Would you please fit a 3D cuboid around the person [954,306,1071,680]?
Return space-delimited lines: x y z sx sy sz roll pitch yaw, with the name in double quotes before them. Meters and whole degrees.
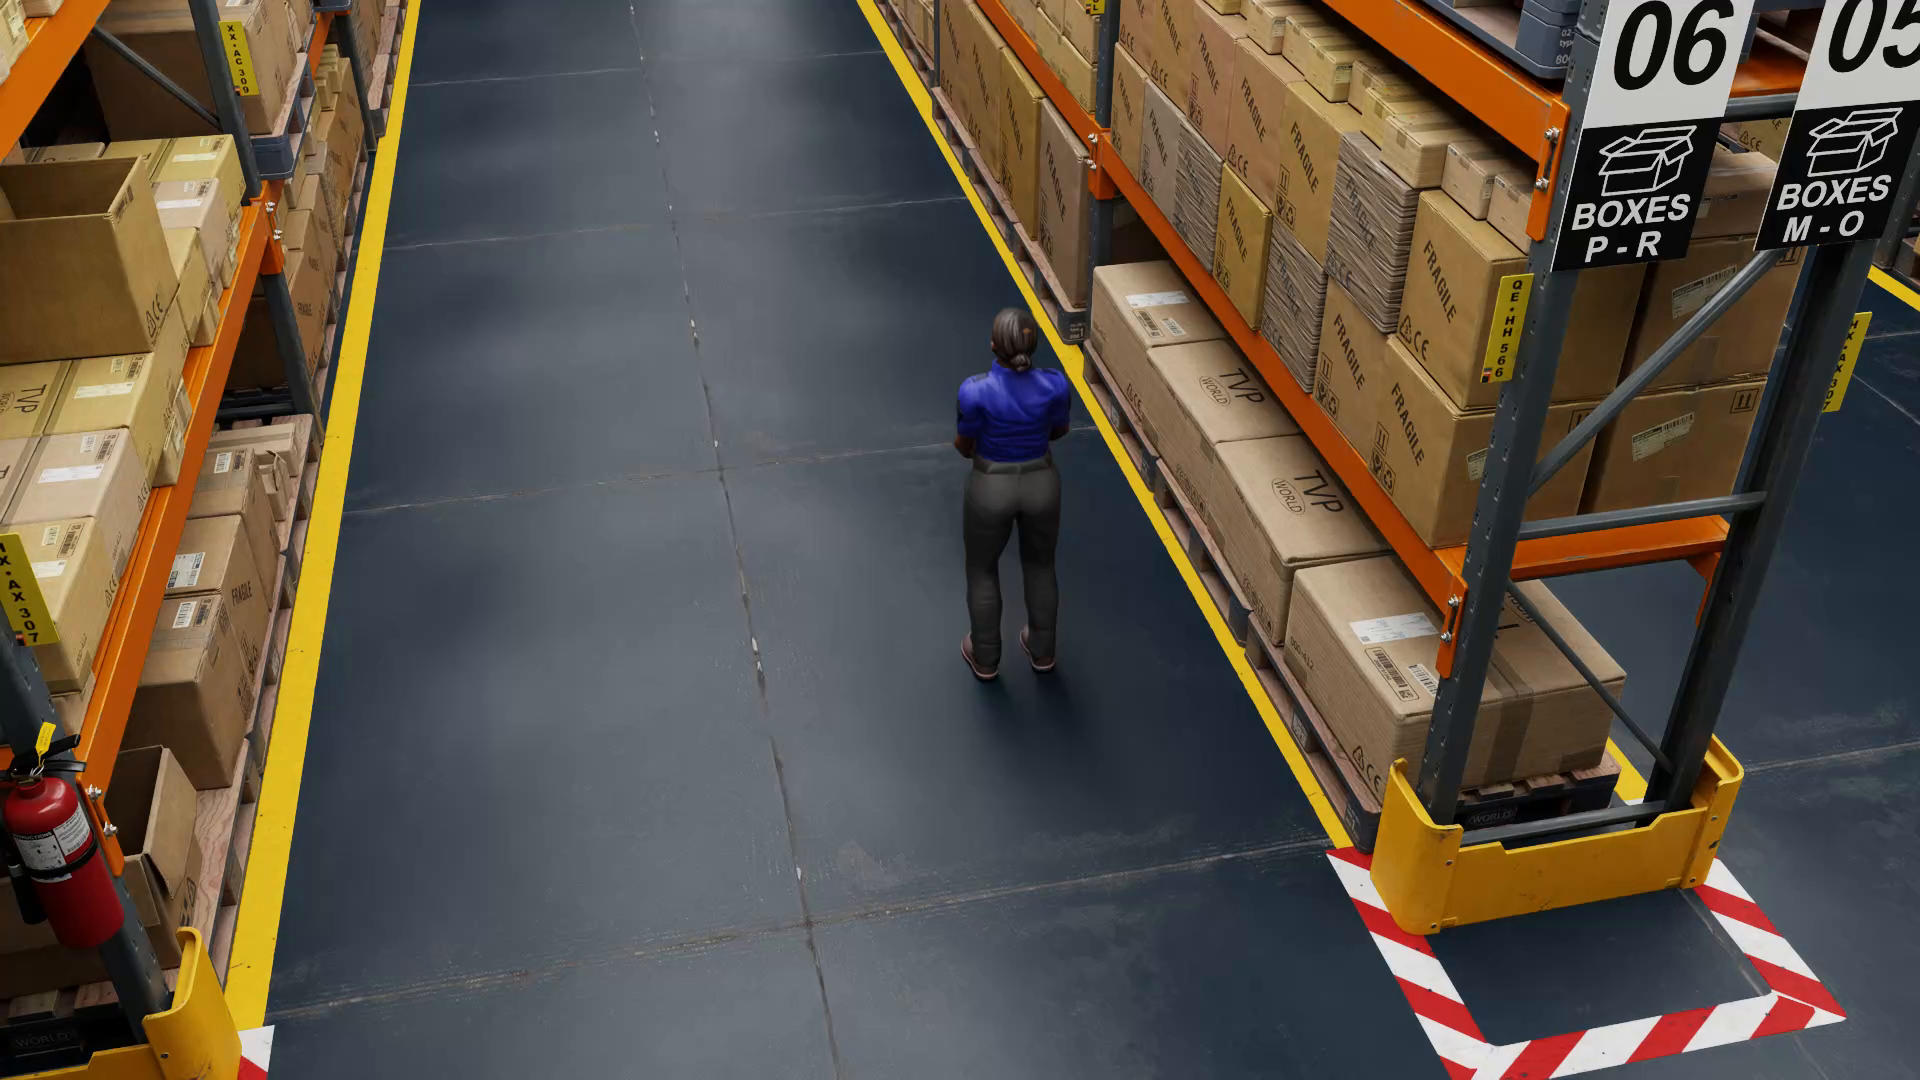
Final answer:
"person" 0.187 -0.220 6.476 0.450 1.646 0.517 -6 35 -9
